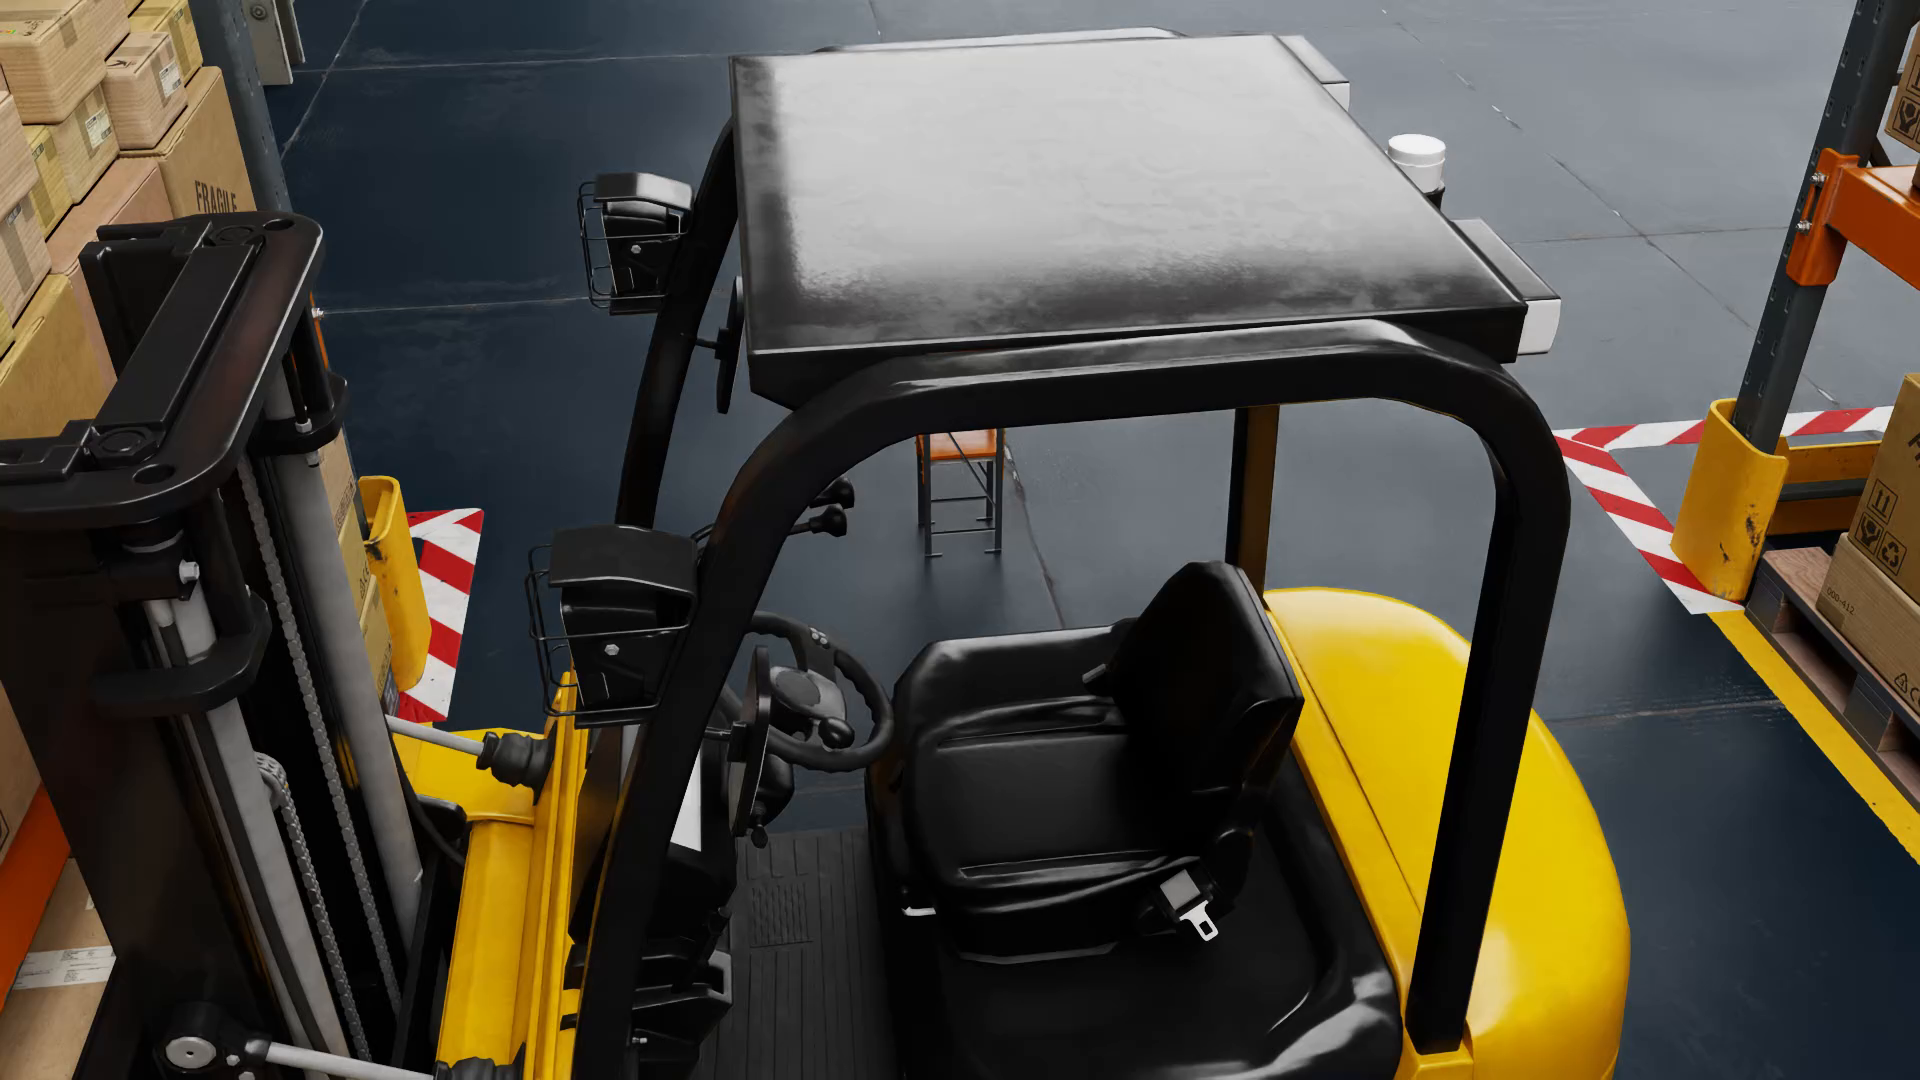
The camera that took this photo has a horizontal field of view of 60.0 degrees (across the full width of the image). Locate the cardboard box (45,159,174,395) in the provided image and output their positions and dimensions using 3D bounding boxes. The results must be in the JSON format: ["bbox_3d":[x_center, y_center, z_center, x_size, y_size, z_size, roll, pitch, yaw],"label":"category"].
[{"bbox_3d":[-1.719,-0.352,3.015,0.500,0.500,0.500,-3,34,-5],"label":"cardboard box"}]

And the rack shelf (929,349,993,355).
[{"bbox_3d":[-0.002,-0.566,4.881,0.258,0.103,0.180,-4,35,-6],"label":"rack shelf"}]

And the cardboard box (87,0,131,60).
[{"bbox_3d":[-1.785,-0.969,3.079,0.380,0.149,0.250,-4,35,-6],"label":"cardboard box"}]

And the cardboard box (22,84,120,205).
[{"bbox_3d":[-1.744,-0.703,2.954,0.380,0.149,0.250,-4,34,-5],"label":"cardboard box"}]

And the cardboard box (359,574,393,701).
[{"bbox_3d":[-1.730,0.345,4.149,0.500,0.250,0.500,-4,34,-6],"label":"cardboard box"}]

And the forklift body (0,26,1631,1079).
[{"bbox_3d":[-0.043,0.415,2.731,2.313,2.155,1.214,-4,35,-6],"label":"forklift body"}]

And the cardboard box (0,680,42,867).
[{"bbox_3d":[-1.571,0.213,2.185,0.500,0.500,0.500,-4,34,-6],"label":"cardboard box"}]

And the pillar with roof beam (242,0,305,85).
[{"bbox_3d":[0.553,-6.552,6.874,9.100,9.000,0.400,-4,35,-6],"label":"pillar with roof beam"}]

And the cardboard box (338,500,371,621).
[{"bbox_3d":[-1.731,0.148,3.994,0.500,0.250,0.500,-5,35,-7],"label":"cardboard box"}]

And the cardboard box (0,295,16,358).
[{"bbox_3d":[-1.585,-0.279,2.331,0.380,0.149,0.250,-4,34,-6],"label":"cardboard box"}]

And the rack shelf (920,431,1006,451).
[{"bbox_3d":[-0.002,-0.368,5.017,0.258,0.103,0.180,-4,35,-6],"label":"rack shelf"}]

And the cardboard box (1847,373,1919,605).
[{"bbox_3d":[2.650,-0.097,4.131,0.500,0.500,0.500,-5,35,-8],"label":"cardboard box"}]

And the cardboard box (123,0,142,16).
[{"bbox_3d":[-1.849,-1.104,3.278,0.380,0.149,0.250,-4,35,-6],"label":"cardboard box"}]

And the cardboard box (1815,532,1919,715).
[{"bbox_3d":[2.646,0.200,4.362,0.500,0.250,0.500,-5,35,-7],"label":"cardboard box"}]

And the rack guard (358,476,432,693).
[{"bbox_3d":[-2.109,0.164,4.566,1.175,0.500,0.348,-4,35,-6],"label":"rack guard"}]

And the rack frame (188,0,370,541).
[{"bbox_3d":[-2.106,-0.856,3.842,1.000,3.000,0.127,-4,35,-6],"label":"rack frame"}]

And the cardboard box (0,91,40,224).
[{"bbox_3d":[-1.618,-0.544,2.455,0.380,0.149,0.250,-4,34,-5],"label":"cardboard box"}]

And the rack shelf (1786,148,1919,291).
[{"bbox_3d":[3.081,0.179,2.962,1.077,0.370,4.000,-4,35,-6],"label":"rack shelf"}]

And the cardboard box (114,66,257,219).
[{"bbox_3d":[-1.780,-0.643,3.440,0.500,0.500,0.500,-5,35,-7],"label":"cardboard box"}]

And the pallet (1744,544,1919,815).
[{"bbox_3d":[2.896,0.417,4.451,1.003,0.211,1.213,-4,35,-6],"label":"pallet"}]

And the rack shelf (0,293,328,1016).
[{"bbox_3d":[-1.837,0.557,2.407,1.077,0.370,4.000,-4,35,-6],"label":"rack shelf"}]

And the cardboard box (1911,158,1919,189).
[{"bbox_3d":[2.653,-0.925,4.167,0.380,0.149,0.250,-4,35,-6],"label":"cardboard box"}]

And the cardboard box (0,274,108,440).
[{"bbox_3d":[-1.650,-0.066,2.595,0.500,0.500,0.500,-5,35,-7],"label":"cardboard box"}]

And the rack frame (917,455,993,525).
[{"bbox_3d":[-0.014,-0.555,4.999,0.240,1.200,0.006,-4,35,-6],"label":"rack frame"}]

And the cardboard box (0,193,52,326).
[{"bbox_3d":[-1.639,-0.419,2.536,0.380,0.149,0.250,-5,35,-8],"label":"cardboard box"}]

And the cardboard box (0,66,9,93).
[{"bbox_3d":[-1.763,-0.681,2.656,0.380,0.149,0.250,-4,34,-6],"label":"cardboard box"}]

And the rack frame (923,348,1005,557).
[{"bbox_3d":[0.010,-0.453,4.849,0.240,1.200,0.006,-4,35,-6],"label":"rack frame"}]

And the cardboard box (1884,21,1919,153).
[{"bbox_3d":[2.601,-1.113,3.866,0.500,0.500,0.500,-5,35,-7],"label":"cardboard box"}]

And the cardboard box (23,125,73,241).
[{"bbox_3d":[-1.722,-0.564,2.749,0.380,0.149,0.250,-5,35,-7],"label":"cardboard box"}]

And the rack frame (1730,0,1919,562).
[{"bbox_3d":[2.812,-1.234,4.397,1.000,3.000,0.127,-4,35,-6],"label":"rack frame"}]

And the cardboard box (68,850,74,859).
[{"bbox_3d":[-1.583,0.492,3.045,0.500,0.250,0.500,-4,34,-6],"label":"cardboard box"}]

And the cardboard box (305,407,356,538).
[{"bbox_3d":[-1.735,-0.073,3.874,0.500,0.250,0.500,-3,34,-5],"label":"cardboard box"}]

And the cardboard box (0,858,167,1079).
[{"bbox_3d":[-1.522,0.776,2.629,0.500,0.250,0.500,-5,35,-7],"label":"cardboard box"}]

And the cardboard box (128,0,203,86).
[{"bbox_3d":[-1.782,-0.993,3.379,0.380,0.149,0.250,-4,34,-6],"label":"cardboard box"}]

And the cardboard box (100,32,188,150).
[{"bbox_3d":[-1.718,-0.853,3.173,0.380,0.149,0.250,-4,34,-6],"label":"cardboard box"}]

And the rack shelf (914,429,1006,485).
[{"bbox_3d":[-0.002,-0.269,5.084,0.258,0.103,0.180,-4,35,-6],"label":"rack shelf"}]

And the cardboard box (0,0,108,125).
[{"bbox_3d":[-1.723,-0.825,2.868,0.380,0.149,0.250,-4,34,-5],"label":"cardboard box"}]

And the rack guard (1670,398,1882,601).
[{"bbox_3d":[2.822,-0.159,5.039,1.175,0.500,0.348,-4,35,-6],"label":"rack guard"}]

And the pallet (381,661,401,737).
[{"bbox_3d":[-1.962,0.720,4.006,1.003,0.211,1.213,-4,35,-6],"label":"pallet"}]

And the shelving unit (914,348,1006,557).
[{"bbox_3d":[-0.002,-0.504,4.924,0.258,1.200,0.189,-4,35,-6],"label":"shelving unit"}]
